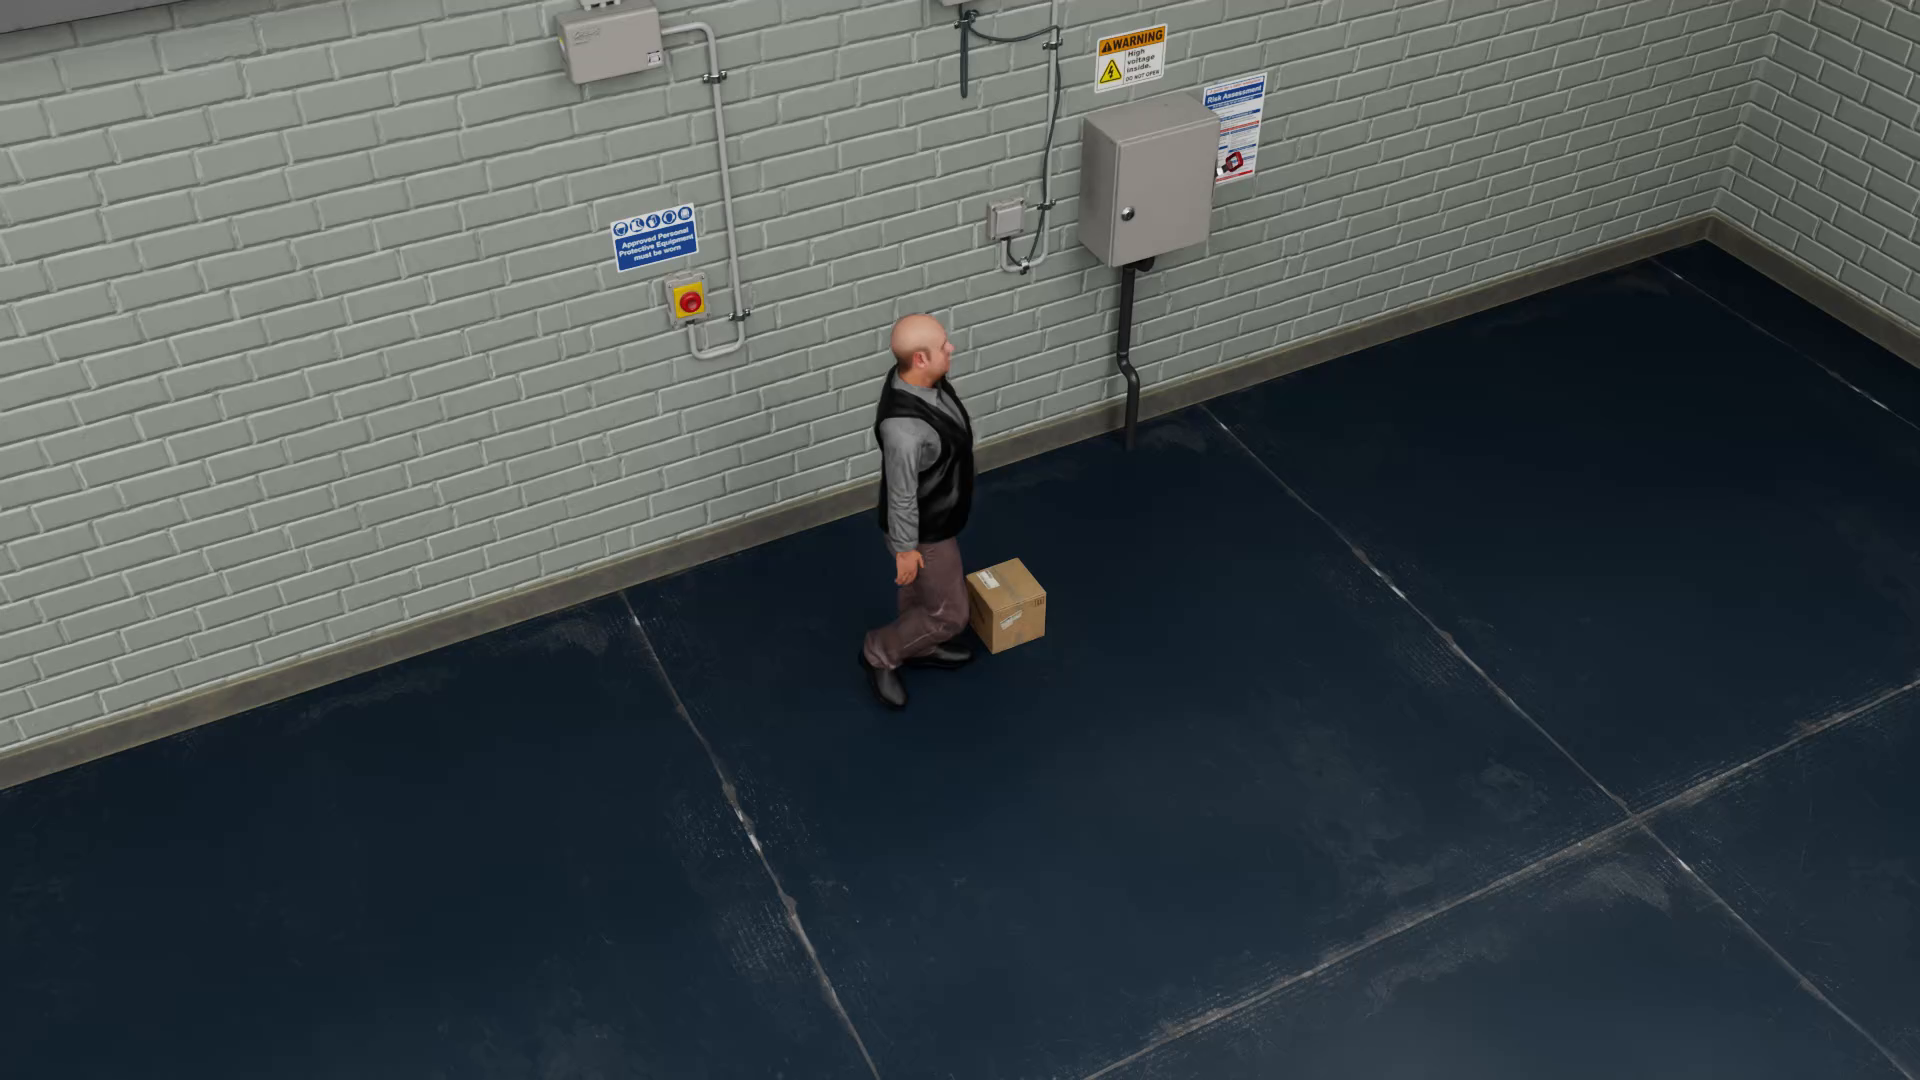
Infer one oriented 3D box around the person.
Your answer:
[{"bbox_3d":[-0.178,-0.089,6.262,0.458,1.722,0.569,3,41,3],"label":"person"}]
